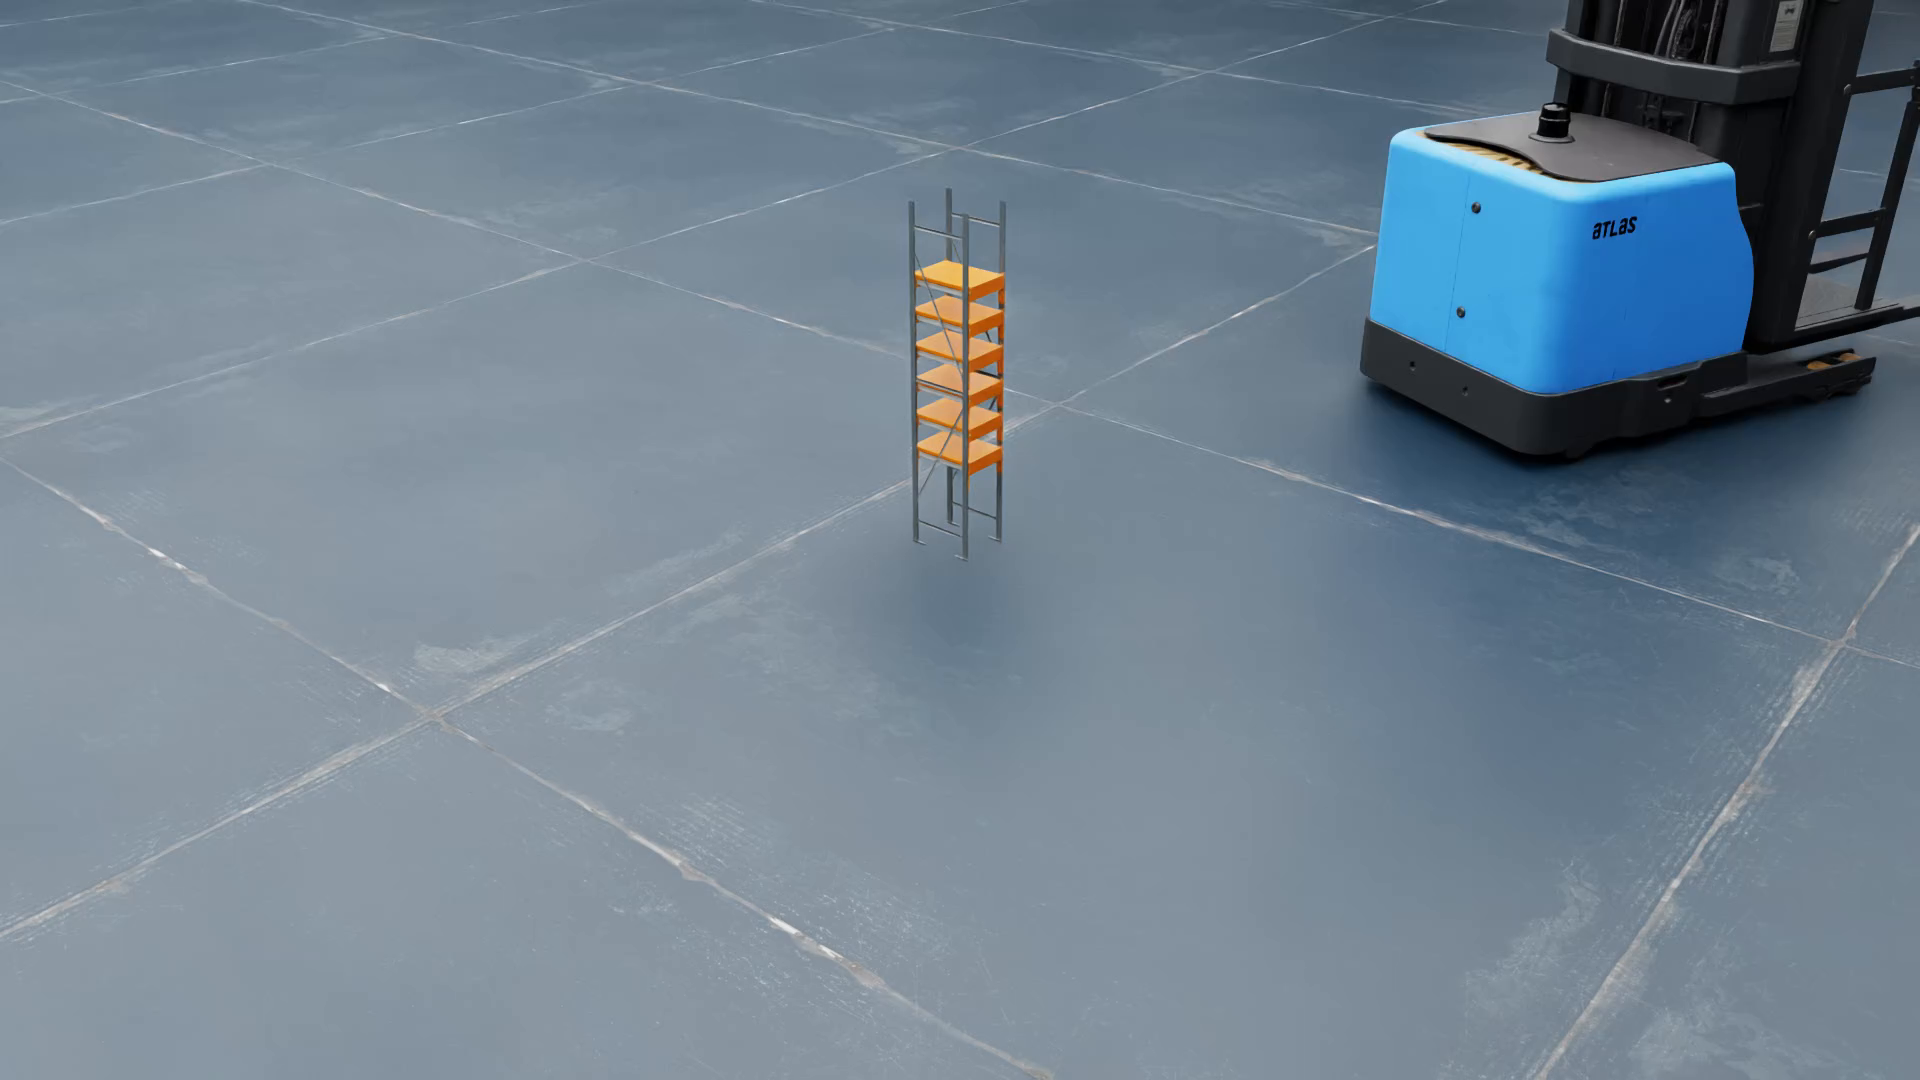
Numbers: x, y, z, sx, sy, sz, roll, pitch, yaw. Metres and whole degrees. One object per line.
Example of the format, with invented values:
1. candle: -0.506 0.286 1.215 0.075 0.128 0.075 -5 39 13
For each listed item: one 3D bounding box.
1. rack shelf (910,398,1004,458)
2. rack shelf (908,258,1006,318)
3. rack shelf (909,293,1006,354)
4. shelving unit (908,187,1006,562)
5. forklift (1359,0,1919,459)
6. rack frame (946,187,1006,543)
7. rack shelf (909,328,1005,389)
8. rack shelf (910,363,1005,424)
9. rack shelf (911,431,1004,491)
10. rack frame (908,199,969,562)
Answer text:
1. rack shelf: -0.009 -0.382 5.540 0.258 0.103 0.180 21 34 34
2. rack shelf: -0.009 -0.808 5.319 0.258 0.103 0.180 21 34 34
3. rack shelf: -0.009 -0.701 5.375 0.258 0.103 0.180 21 34 34
4. shelving unit: -0.009 -0.528 5.464 0.258 1.200 0.189 21 34 34
5. forklift: 3.222 -2.071 6.563 3.031 2.935 1.130 -13 30 -24
6. rack frame: 0.049 -0.560 5.527 0.240 1.200 0.006 21 34 34
7. rack shelf: -0.009 -0.595 5.430 0.258 0.103 0.180 21 34 34
8. rack shelf: -0.009 -0.488 5.485 0.258 0.103 0.180 21 34 34
9. rack shelf: -0.009 -0.275 5.595 0.258 0.103 0.180 21 34 34
10. rack frame: -0.067 -0.495 5.402 0.240 1.200 0.006 21 34 34
